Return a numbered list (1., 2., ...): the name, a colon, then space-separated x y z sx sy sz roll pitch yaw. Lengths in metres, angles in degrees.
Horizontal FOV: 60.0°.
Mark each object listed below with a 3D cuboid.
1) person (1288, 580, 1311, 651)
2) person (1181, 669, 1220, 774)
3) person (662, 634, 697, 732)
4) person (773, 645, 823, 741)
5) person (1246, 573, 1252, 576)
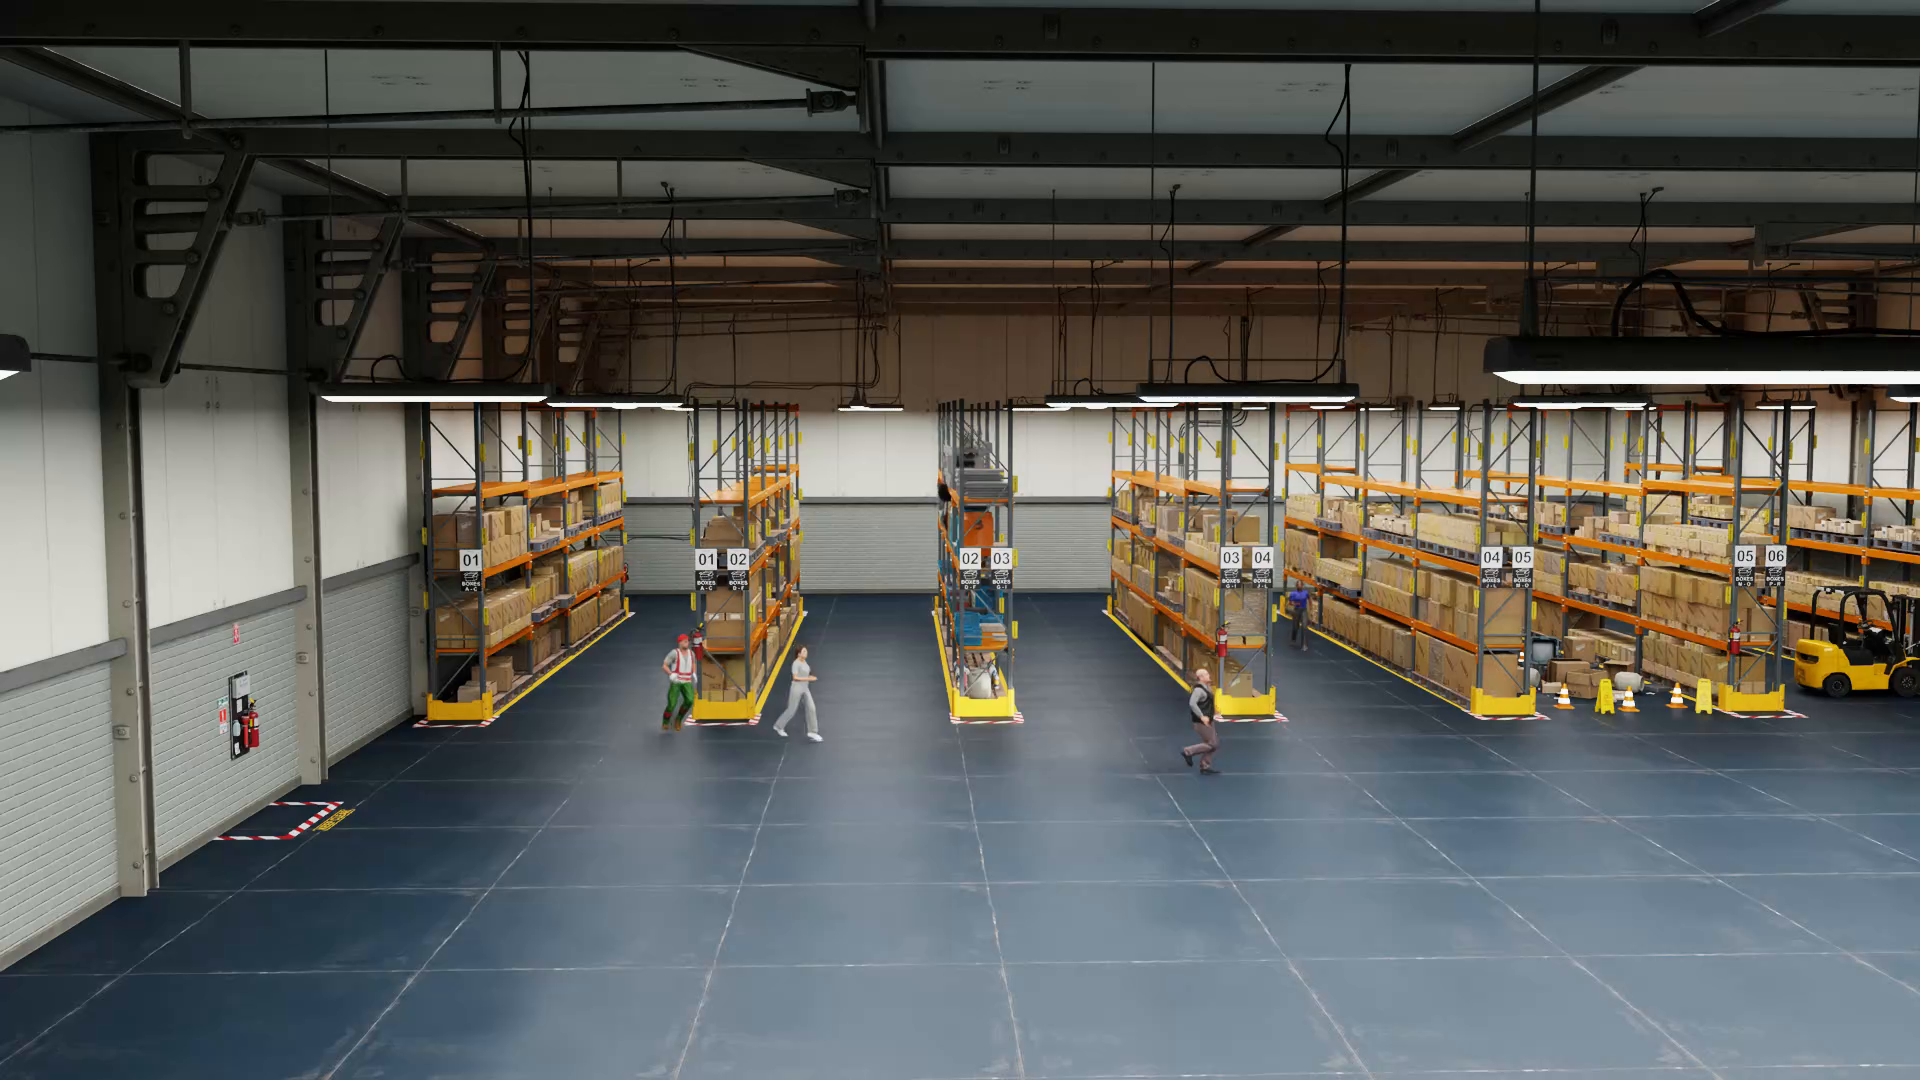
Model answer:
1. person: 8.296 1.823 40.545 0.583 1.654 0.935 0 4 3
2. person: 3.824 2.881 26.401 0.597 1.679 0.671 1 4 15
3. person: -5.014 2.572 29.995 0.717 1.745 0.626 -3 5 -33
4. person: -2.846 2.664 29.119 0.946 1.682 0.521 2 5 25
5. person: 7.990 1.296 47.306 0.674 1.652 0.897 2 5 28
